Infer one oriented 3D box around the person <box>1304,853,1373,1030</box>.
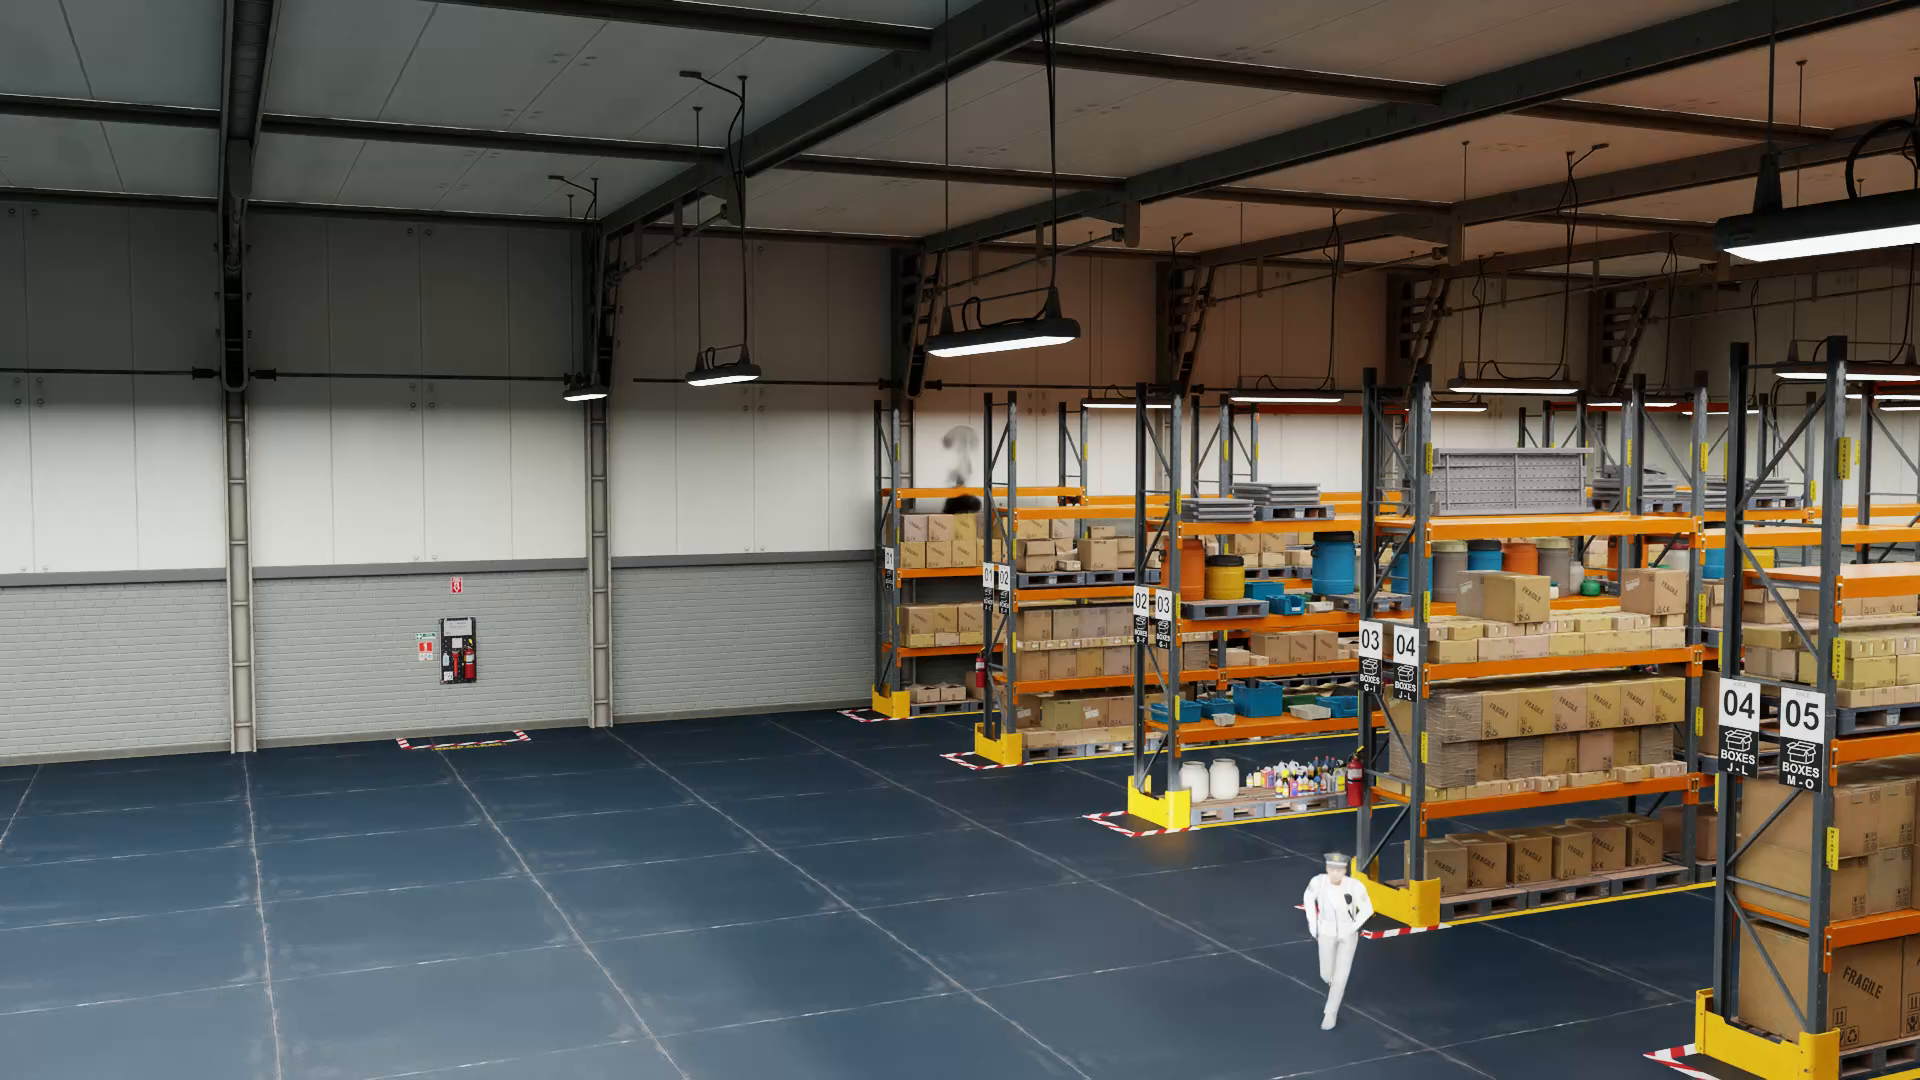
[{"bbox_3d":[3.363,3.518,14.801,0.610,1.623,0.725,1,3,15],"label":"person"}]
